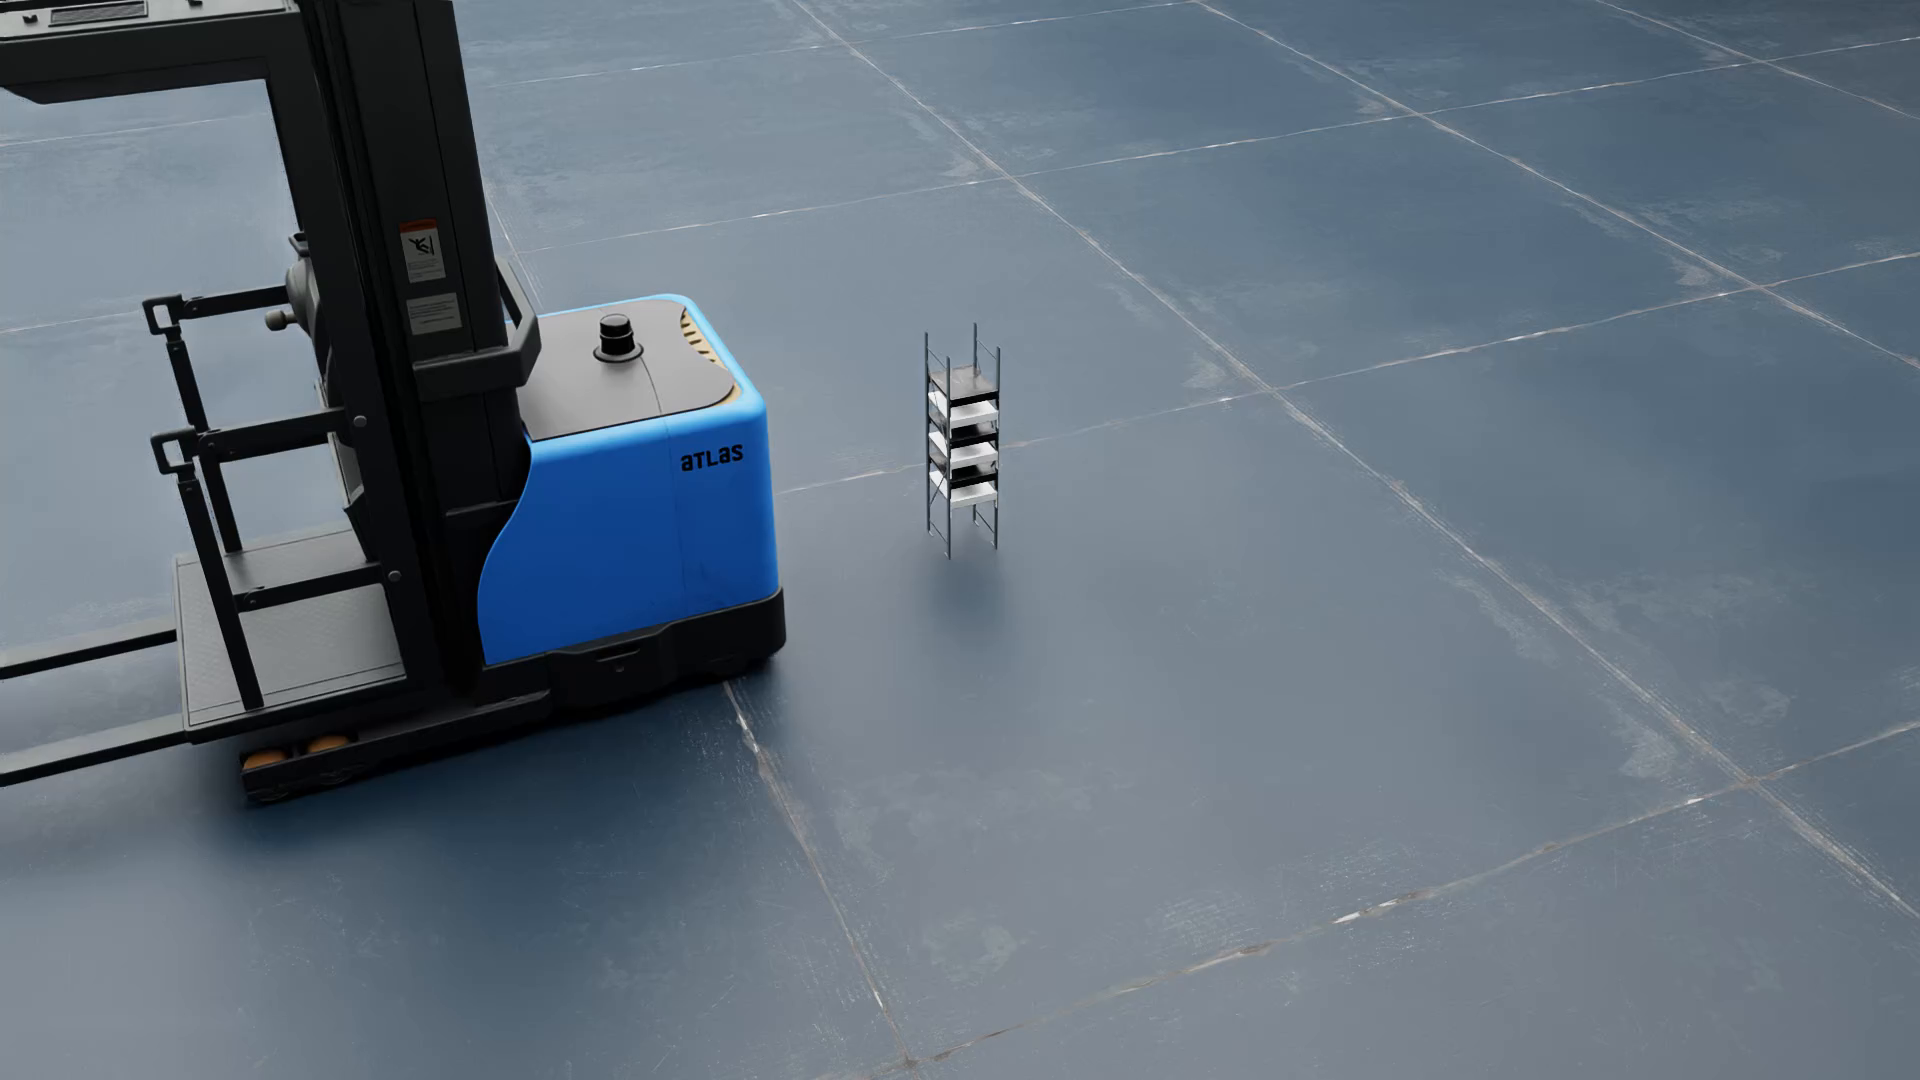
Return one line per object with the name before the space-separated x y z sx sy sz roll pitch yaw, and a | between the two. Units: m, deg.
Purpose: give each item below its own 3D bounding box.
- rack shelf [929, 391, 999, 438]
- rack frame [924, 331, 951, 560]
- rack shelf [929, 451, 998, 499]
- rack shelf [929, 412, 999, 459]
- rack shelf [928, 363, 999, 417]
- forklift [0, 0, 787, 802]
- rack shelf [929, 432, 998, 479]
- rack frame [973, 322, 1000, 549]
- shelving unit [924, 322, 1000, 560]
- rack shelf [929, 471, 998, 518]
rack shelf | 0.007 -0.502 6.427 0.200 0.077 0.258 -13 35 -19
rack frame | -0.086 -0.357 6.474 0.006 0.900 0.240 -13 35 -19
rack shelf | 0.007 -0.276 6.574 0.200 0.077 0.258 -13 35 -19
rack shelf | 0.007 -0.426 6.476 0.200 0.077 0.258 -13 35 -19
rack shelf | 0.007 -0.577 6.378 0.200 0.077 0.258 -13 35 -19
forklift | -2.196 -0.705 5.146 3.031 2.935 1.130 -13 35 -20
rack shelf | 0.007 -0.351 6.525 0.200 0.077 0.258 -13 35 -19
rack frame | 0.101 -0.400 6.540 0.006 0.900 0.240 -13 35 -19
shelving unit | 0.007 -0.379 6.507 0.210 0.900 0.258 -13 35 -19
rack shelf | 0.007 -0.200 6.624 0.200 0.077 0.258 -13 35 -19
